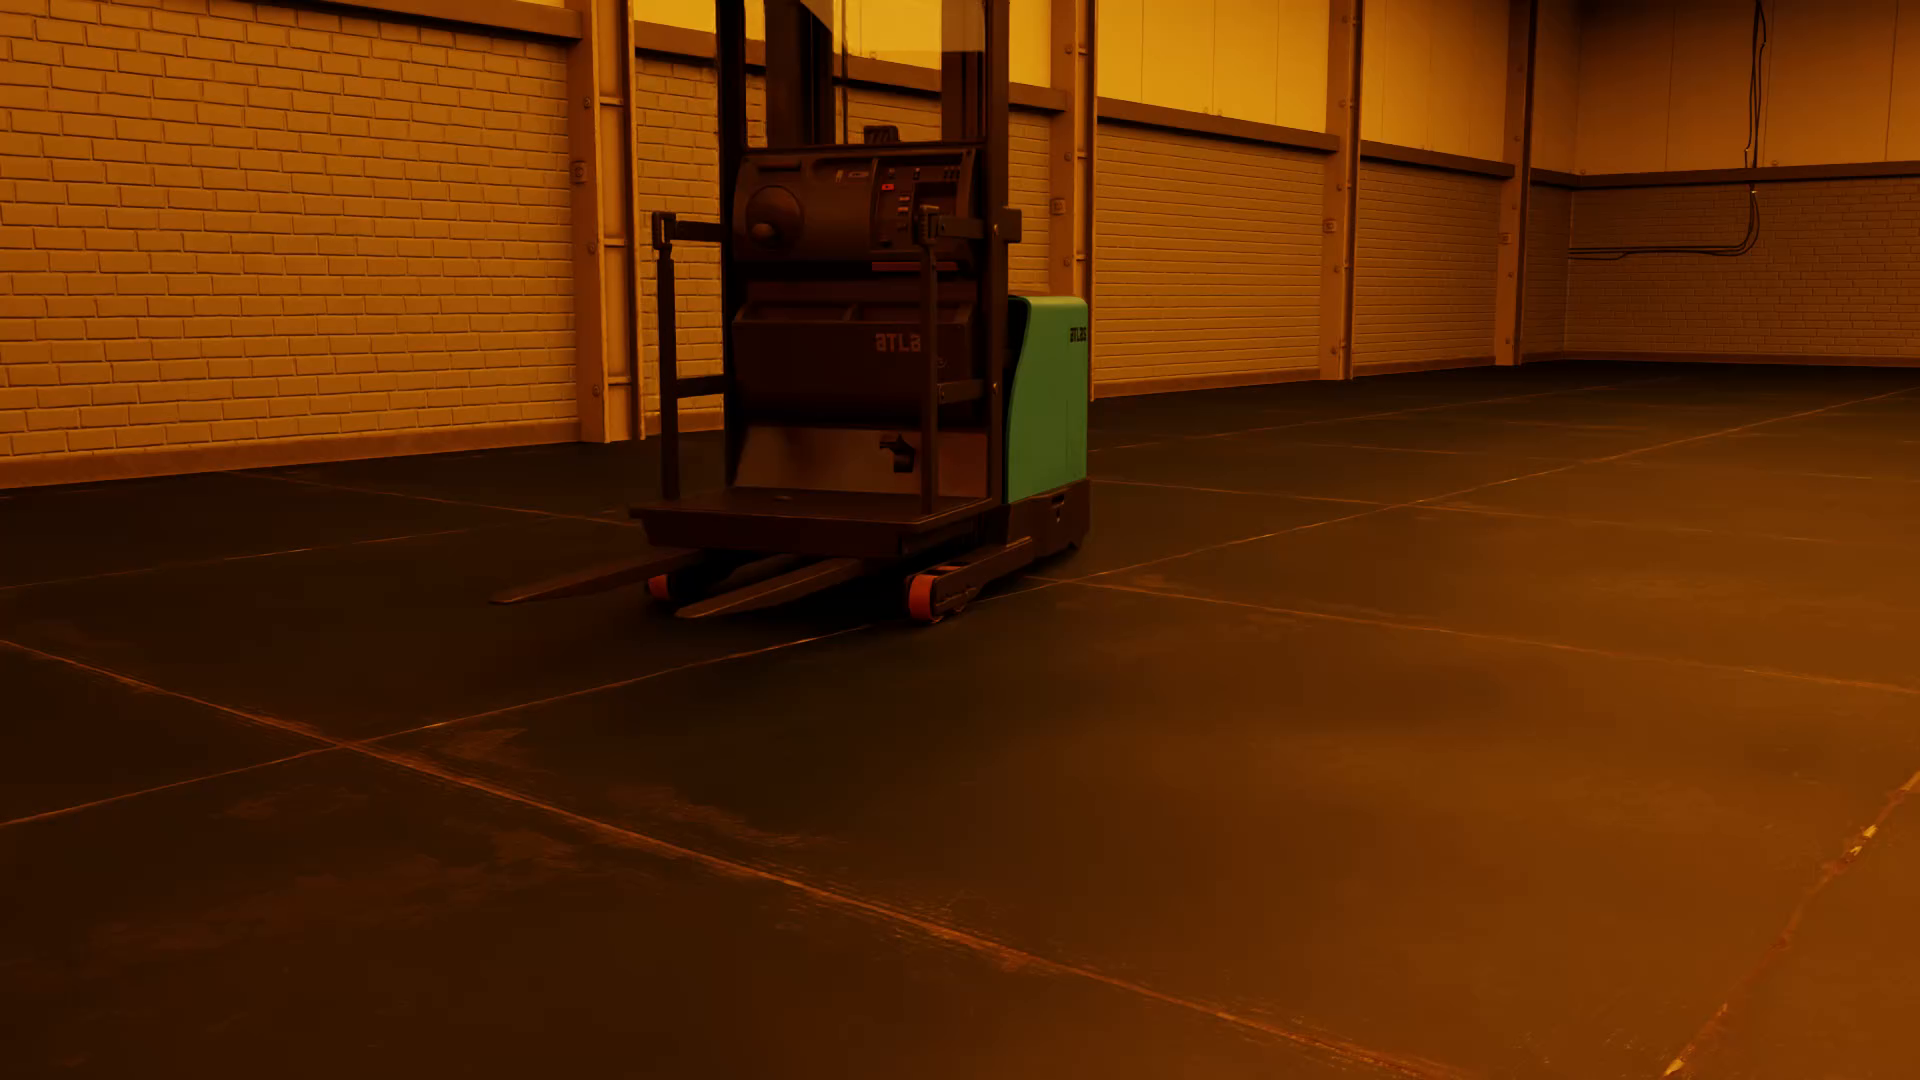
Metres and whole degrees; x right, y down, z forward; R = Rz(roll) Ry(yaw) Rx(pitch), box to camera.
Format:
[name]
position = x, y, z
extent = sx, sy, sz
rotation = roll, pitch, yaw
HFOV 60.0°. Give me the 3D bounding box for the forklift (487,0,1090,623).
[forklift]
position = -0.463, -1.243, 5.774
extent = 1.130, 2.935, 3.031
rotation = 3, 9, 21
